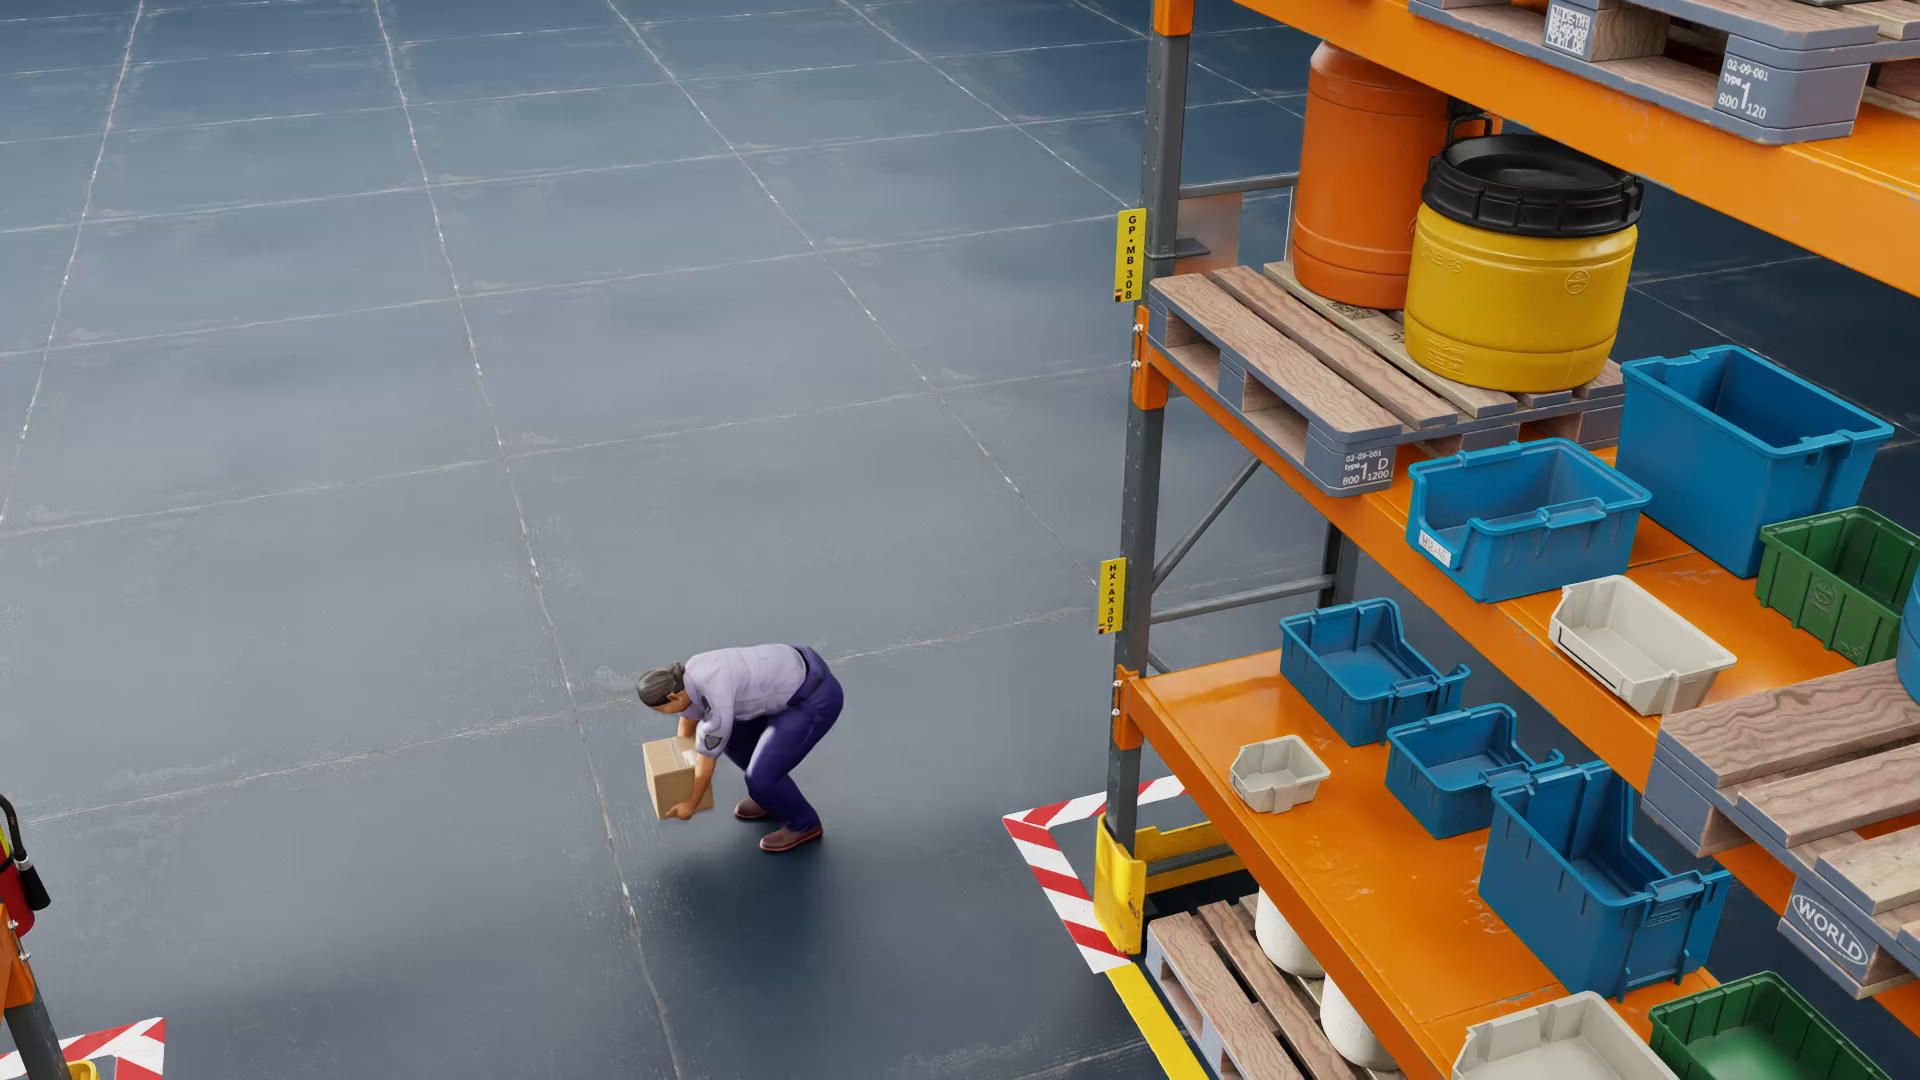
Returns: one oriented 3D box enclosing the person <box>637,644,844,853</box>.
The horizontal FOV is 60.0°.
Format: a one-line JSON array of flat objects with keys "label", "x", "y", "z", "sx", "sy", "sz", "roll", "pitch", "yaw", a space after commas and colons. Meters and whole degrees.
[{"label": "person", "x": -0.961, "y": 0.908, "z": 7.420, "sx": 0.892, "sy": 1.014, "sz": 0.506, "roll": -12, "pitch": 32, "yaw": -20}]
